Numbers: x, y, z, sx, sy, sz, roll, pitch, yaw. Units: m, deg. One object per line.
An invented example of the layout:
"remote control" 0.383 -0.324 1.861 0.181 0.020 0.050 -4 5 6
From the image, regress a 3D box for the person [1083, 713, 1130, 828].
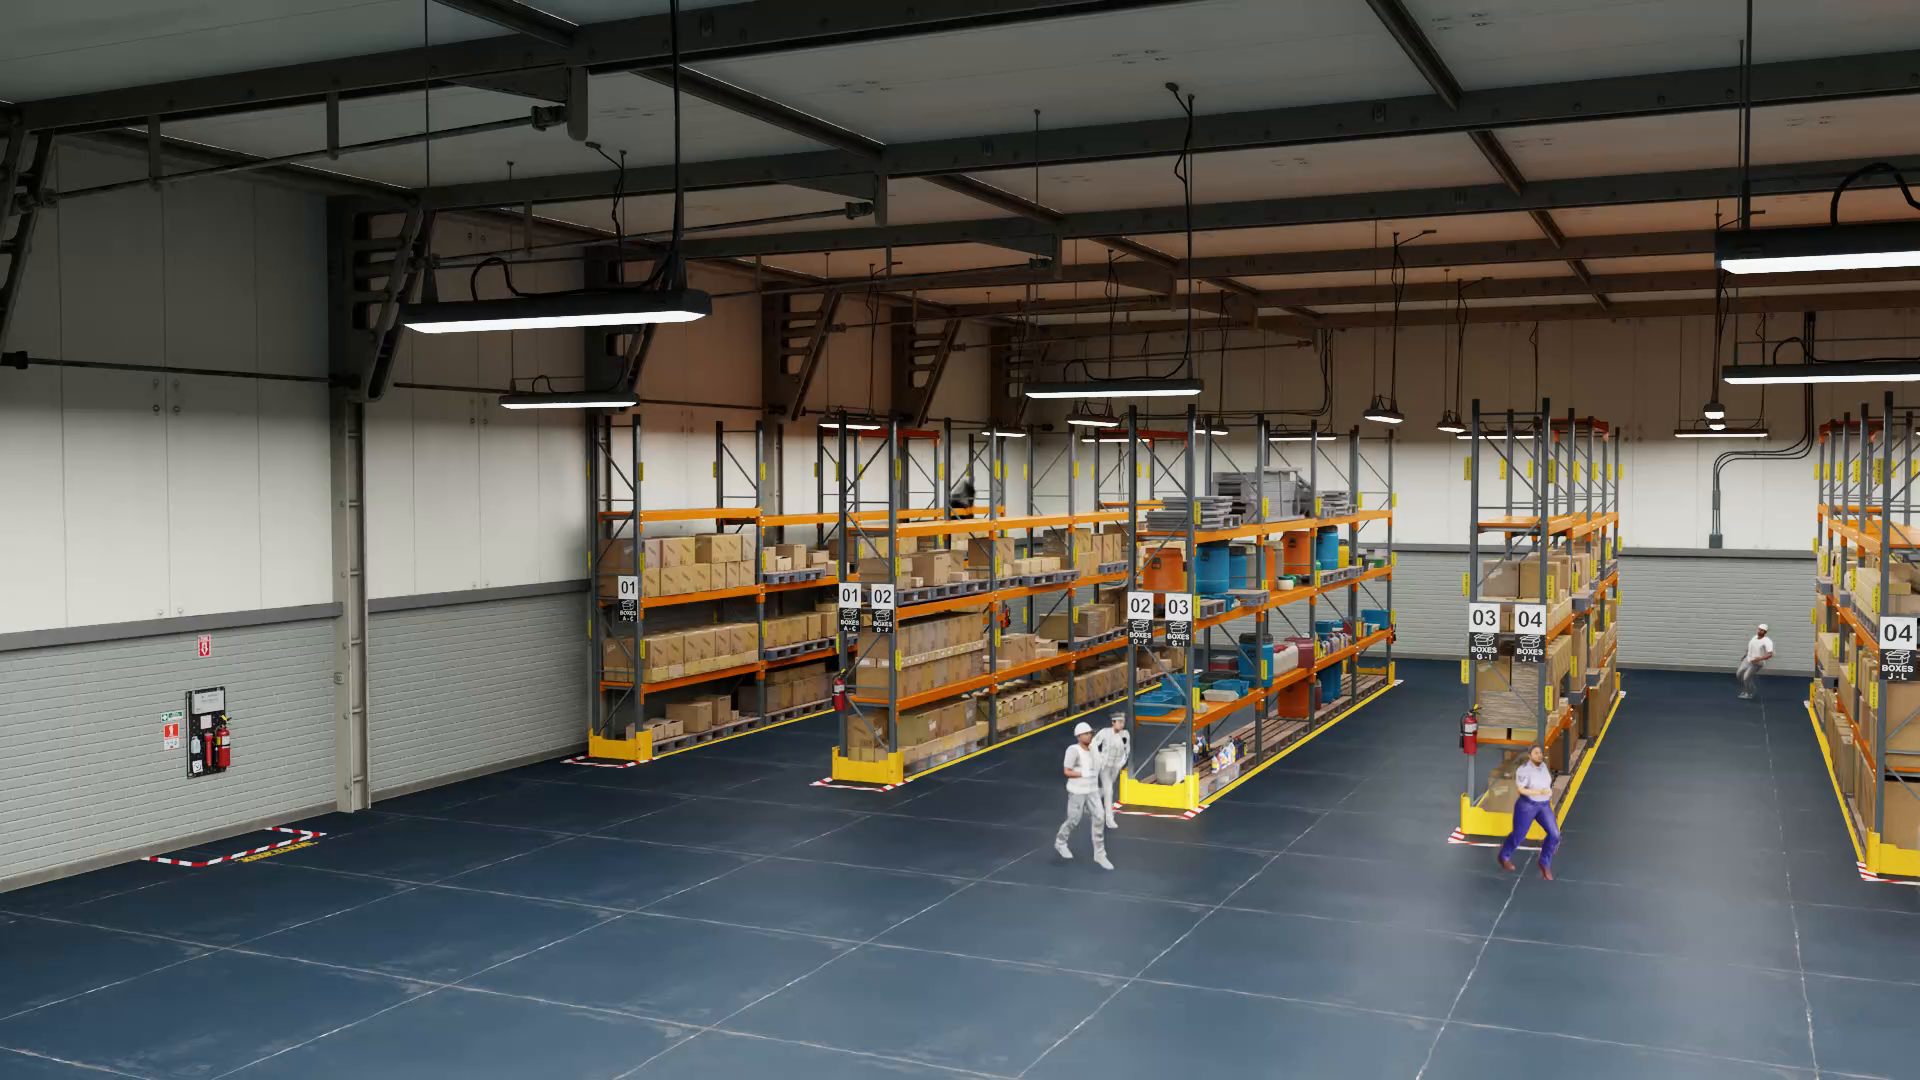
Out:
"person" 2.105 3.236 23.746 0.601 1.636 0.859 -1 3 -22

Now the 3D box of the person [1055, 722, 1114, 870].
"person" 1.539 3.223 21.111 0.672 1.825 0.884 -2 3 -39

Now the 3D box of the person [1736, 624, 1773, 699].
"person" 17.351 2.661 36.387 0.558 1.680 0.763 0 2 -9

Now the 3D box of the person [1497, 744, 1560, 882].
"person" 7.069 3.345 20.489 0.612 1.686 0.814 -1 2 -20
